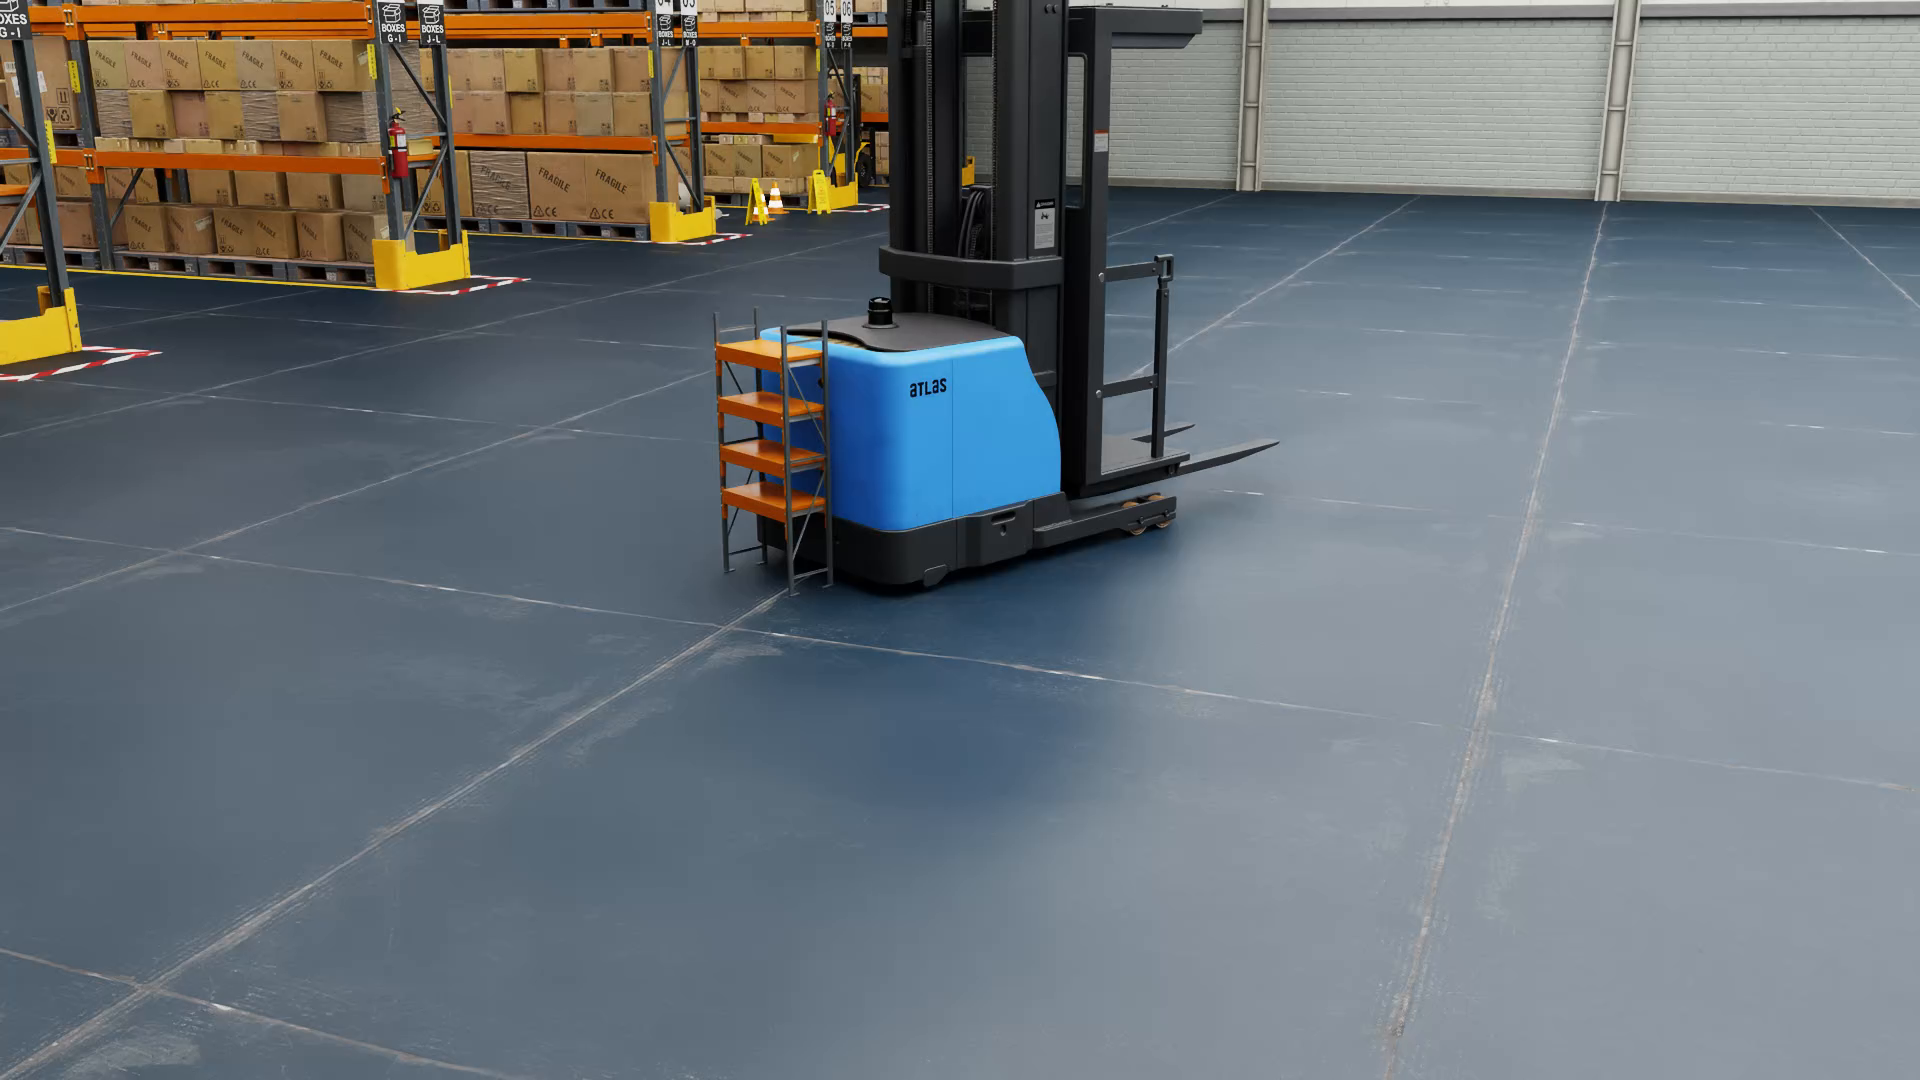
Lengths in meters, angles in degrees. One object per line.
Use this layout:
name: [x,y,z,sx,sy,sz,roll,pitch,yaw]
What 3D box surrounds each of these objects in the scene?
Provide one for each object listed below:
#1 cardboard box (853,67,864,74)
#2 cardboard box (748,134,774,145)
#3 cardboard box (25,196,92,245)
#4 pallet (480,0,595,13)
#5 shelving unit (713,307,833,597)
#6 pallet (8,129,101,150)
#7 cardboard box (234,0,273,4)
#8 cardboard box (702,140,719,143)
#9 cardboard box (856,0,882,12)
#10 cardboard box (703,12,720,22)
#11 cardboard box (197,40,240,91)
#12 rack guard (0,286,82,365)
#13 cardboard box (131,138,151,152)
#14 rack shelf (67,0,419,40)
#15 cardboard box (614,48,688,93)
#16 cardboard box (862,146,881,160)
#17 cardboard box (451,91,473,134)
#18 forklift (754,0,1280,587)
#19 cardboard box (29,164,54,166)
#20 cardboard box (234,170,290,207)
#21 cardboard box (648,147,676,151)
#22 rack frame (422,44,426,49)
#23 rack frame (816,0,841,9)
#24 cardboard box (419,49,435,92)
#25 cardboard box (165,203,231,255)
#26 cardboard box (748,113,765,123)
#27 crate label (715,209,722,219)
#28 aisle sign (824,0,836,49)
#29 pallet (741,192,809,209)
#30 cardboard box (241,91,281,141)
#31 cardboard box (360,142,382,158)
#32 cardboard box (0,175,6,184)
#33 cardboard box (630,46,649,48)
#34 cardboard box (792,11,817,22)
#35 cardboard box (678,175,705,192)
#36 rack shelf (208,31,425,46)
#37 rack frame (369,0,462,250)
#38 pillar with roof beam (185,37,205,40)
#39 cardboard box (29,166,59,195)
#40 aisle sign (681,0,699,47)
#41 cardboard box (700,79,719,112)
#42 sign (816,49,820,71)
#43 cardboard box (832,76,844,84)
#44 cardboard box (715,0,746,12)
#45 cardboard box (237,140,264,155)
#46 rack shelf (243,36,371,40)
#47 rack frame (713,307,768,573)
cardboard box: [-1.949,-8.639,30.675,0.250,0.149,0.380,7,17,21]
cardboard box: [-3.134,-6.299,26.160,0.250,0.149,0.380,7,18,22]
cardboard box: [-10.285,-3.683,19.175,0.500,0.500,0.700,6,17,20]
pallet: [-5.482,-7.013,21.728,1.213,0.211,1.003,6,17,21]
shelving unit: [-0.828,-0.398,7.394,0.258,1.200,0.503,-15,22,-41]
pallet: [-9.942,-4.574,18.894,1.213,0.211,1.003,6,17,21]
cardboard box: [-7.044,-5.598,16.965,0.500,0.250,0.500,7,17,22]
cardboard box: [-4.051,-6.268,27.216,0.500,0.500,0.500,7,18,24]
cardboard box: [-1.527,-9.850,30.231,0.500,0.500,0.700,6,17,21]
cardboard box: [-3.807,-8.141,25.906,0.250,0.149,0.380,6,17,20]
cardboard box: [-7.559,-4.959,17.369,0.500,0.500,0.500,6,17,21]
rack guard: [-7.469,-1.652,12.967,0.348,0.500,1.175,6,17,21]
cardboard box: [-8.724,-4.282,17.995,0.250,0.149,0.380,6,17,21]
rack shelf: [-7.424,-5.441,17.445,4.000,0.370,1.077,6,17,21]
cardboard box: [-3.981,-6.056,21.448,0.550,0.550,0.875,6,17,21]
cardboard box: [-1.628,-7.191,30.844,0.500,0.250,0.500,6,17,19]
cardboard box: [-6.503,-5.813,22.549,0.550,0.550,0.875,6,17,21]
forklift: [0.455,-1.526,8.173,3.031,2.935,1.130,-15,22,-41]
cardboard box: [-13.726,-5.808,25.186,0.500,0.250,0.500,7,18,22]
cardboard box: [-9.744,-5.183,23.928,0.750,0.750,1.050,7,17,21]
cardboard box: [-4.696,-6.180,26.914,0.500,0.500,0.500,7,18,23]
rack frame: [-11.273,-9.227,34.576,0.127,3.000,1.000,6,17,21]
rack frame: [-1.927,-9.592,25.075,0.127,3.000,1.000,6,17,21]
cardboard box: [-7.040,-6.370,22.531,0.550,0.550,0.875,6,17,21]
cardboard box: [-8.392,-3.444,18.386,0.500,0.500,0.500,13,21,38]
cardboard box: [-3.111,-6.621,26.051,0.250,0.149,0.380,7,17,22]
crate label: [-3.646,-4.788,24.420,0.298,0.136,0.250,-2,16,-8]
aisle sign: [-1.976,-7.878,25.268,0.004,0.787,0.394,6,17,21]
pallet: [-2.741,-5.472,26.645,1.213,0.211,1.003,6,17,21]
cardboard box: [-7.024,-4.478,17.505,0.500,0.500,0.875,6,17,21]
cardboard box: [-5.904,-3.996,17.009,0.250,0.149,0.380,6,17,21]
cardboard box: [-15.033,-5.740,26.393,0.250,0.149,0.380,7,18,23]
cardboard box: [-4.852,-7.632,26.578,0.500,0.500,0.700,6,17,21]
cardboard box: [-2.362,-7.995,25.404,0.250,0.149,0.380,6,17,21]
cardboard box: [-4.203,-5.766,26.834,0.500,0.250,0.500,6,17,20]
rack shelf: [-11.230,-8.829,29.117,4.000,0.370,1.077,6,17,21]
rack frame: [-5.564,-4.141,17.058,0.127,3.000,1.000,6,17,21]
pillar with roof beam: [-18.751,-11.910,33.058,0.400,9.000,9.100,6,17,21]
cardboard box: [-13.730,-5.448,25.290,0.500,0.500,0.500,7,18,23]
aisle sign: [-3.474,-6.736,21.334,0.004,0.787,0.394,6,17,21]
cardboard box: [-3.926,-7.048,26.357,0.500,0.500,0.500,6,17,21]
sign: [-2.150,-7.277,25.217,0.005,0.325,0.100,6,17,21]
cardboard box: [-2.200,-8.504,30.742,0.250,0.149,0.380,6,17,19]
cardboard box: [-3.454,-8.309,25.769,0.500,0.250,0.500,7,18,22]
cardboard box: [-7.338,-4.122,17.444,0.250,0.149,0.380,6,17,21]
rack shelf: [-13.133,-10.526,34.962,4.000,0.370,1.077,6,17,21]
rack frame: [-0.995,-0.448,7.565,0.240,1.200,0.015,-15,22,-41]
